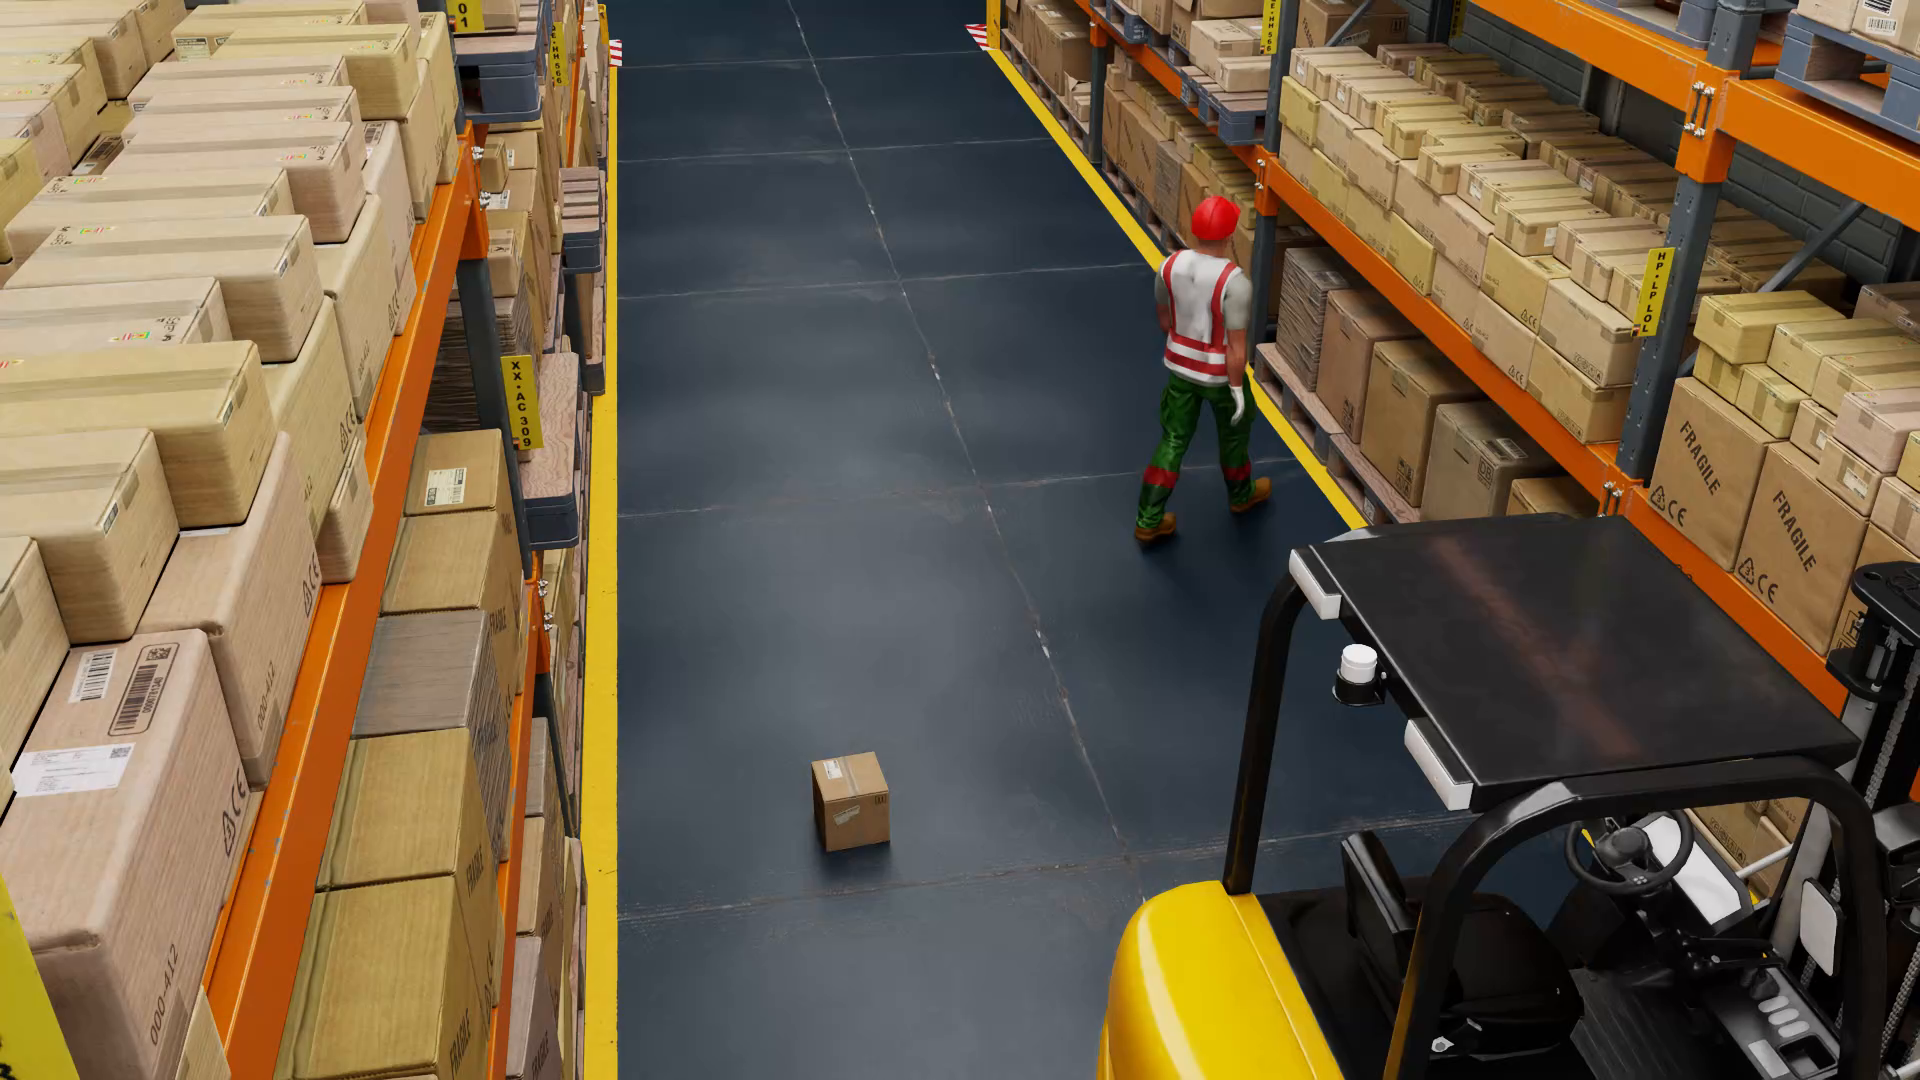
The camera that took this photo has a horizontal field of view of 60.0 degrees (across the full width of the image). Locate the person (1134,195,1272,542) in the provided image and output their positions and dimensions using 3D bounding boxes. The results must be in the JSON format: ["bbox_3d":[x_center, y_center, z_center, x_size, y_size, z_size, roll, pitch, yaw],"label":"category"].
[{"bbox_3d":[1.236,-0.865,8.082,0.573,1.756,0.902,22,37,33],"label":"person"}]
